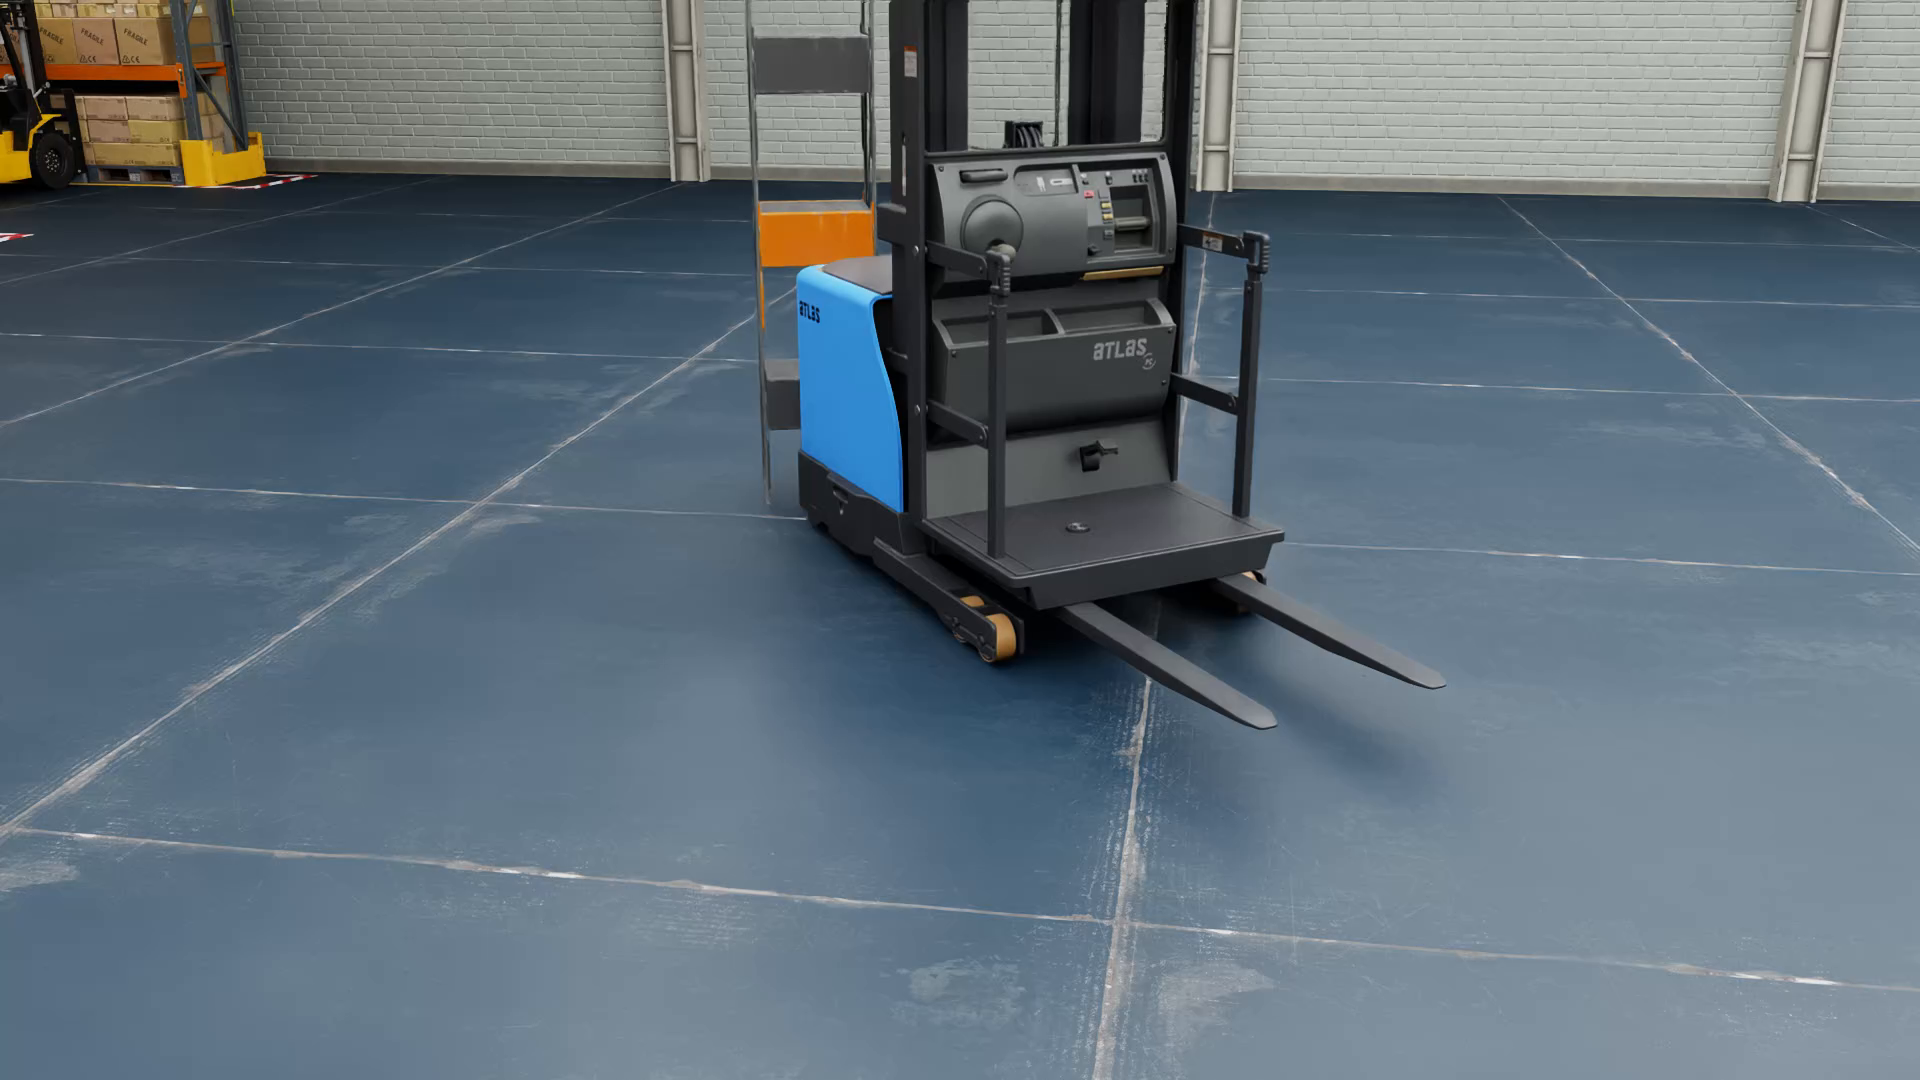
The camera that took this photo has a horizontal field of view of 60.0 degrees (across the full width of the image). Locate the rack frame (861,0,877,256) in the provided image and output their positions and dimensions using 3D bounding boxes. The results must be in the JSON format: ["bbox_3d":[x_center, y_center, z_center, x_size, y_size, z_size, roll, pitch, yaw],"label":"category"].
[{"bbox_3d":[-0.384,-1.234,7.181,0.015,2.100,0.400,-3,19,-8],"label":"rack frame"}]

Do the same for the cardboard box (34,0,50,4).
[{"bbox_3d":[-10.158,-6.060,18.539,0.250,0.149,0.380,3,19,10],"label":"cardboard box"}]

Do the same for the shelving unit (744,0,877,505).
[{"bbox_3d":[-0.625,-1.222,7.146,0.503,2.100,0.431,-3,19,-8],"label":"shelving unit"}]

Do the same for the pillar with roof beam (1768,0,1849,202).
[{"bbox_3d":[8.050,-6.487,12.009,0.400,9.000,9.100,3,19,9],"label":"pillar with roof beam"}]

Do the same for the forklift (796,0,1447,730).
[{"bbox_3d":[0.438,-1.138,5.586,1.130,2.935,3.031,-9,21,-25],"label":"forklift"}]

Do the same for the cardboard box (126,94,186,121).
[{"bbox_3d":[-8.999,-4.874,18.738,0.500,0.250,0.500,4,19,10],"label":"cardboard box"}]

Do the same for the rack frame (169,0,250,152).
[{"bbox_3d":[-8.495,-5.579,18.750,0.127,3.000,1.000,3,19,9],"label":"rack frame"}]

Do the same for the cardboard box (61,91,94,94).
[{"bbox_3d":[-10.430,-5.113,19.451,0.500,0.250,0.500,3,19,8],"label":"cardboard box"}]

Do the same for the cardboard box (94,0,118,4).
[{"bbox_3d":[-9.393,-6.035,18.463,0.250,0.149,0.380,3,19,10],"label":"cardboard box"}]

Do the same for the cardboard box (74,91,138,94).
[{"bbox_3d":[-9.925,-5.085,19.368,0.500,0.250,0.500,3,19,8],"label":"cardboard box"}]

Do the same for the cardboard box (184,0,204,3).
[{"bbox_3d":[-8.792,-6.159,18.835,0.250,0.149,0.380,3,19,8],"label":"cardboard box"}]

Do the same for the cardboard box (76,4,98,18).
[{"bbox_3d":[-9.628,-5.916,18.576,0.250,0.149,0.380,3,19,8],"label":"cardboard box"}]

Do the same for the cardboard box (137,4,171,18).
[{"bbox_3d":[-8.881,-5.864,18.421,0.250,0.149,0.380,3,19,9],"label":"cardboard box"}]

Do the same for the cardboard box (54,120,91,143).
[{"bbox_3d":[-10.031,-4.686,18.965,0.500,0.250,0.500,2,19,7],"label":"cardboard box"}]

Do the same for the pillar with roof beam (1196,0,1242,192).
[{"bbox_3d":[2.126,-6.789,12.911,0.400,9.000,9.100,3,19,9],"label":"pillar with roof beam"}]

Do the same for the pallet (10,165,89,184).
[{"bbox_3d":[-10.457,-4.344,19.454,1.213,0.211,1.003,3,19,9],"label":"pallet"}]

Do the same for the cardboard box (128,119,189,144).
[{"bbox_3d":[-9.025,-4.638,18.821,0.500,0.250,0.500,3,19,8],"label":"cardboard box"}]

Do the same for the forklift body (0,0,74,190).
[{"bbox_3d":[-10.656,-4.701,17.462,1.214,2.155,2.313,3,19,9],"label":"forklift body"}]

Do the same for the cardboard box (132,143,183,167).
[{"bbox_3d":[-9.009,-4.399,18.895,0.500,0.250,0.500,3,19,9],"label":"cardboard box"}]

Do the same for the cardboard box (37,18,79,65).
[{"bbox_3d":[-10.039,-5.624,18.726,0.500,0.500,0.500,3,19,8],"label":"cardboard box"}]

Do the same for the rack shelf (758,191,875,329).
[{"bbox_3d":[-0.625,-1.209,7.151,0.480,0.518,0.431,-3,19,-8],"label":"rack shelf"}]

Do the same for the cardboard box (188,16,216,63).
[{"bbox_3d":[-8.940,-5.739,19.069,0.500,0.500,0.500,4,19,10],"label":"cardboard box"}]

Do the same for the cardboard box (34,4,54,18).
[{"bbox_3d":[-10.152,-5.921,18.591,0.250,0.149,0.380,3,19,9],"label":"cardboard box"}]

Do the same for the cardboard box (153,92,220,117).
[{"bbox_3d":[-8.939,-5.032,19.211,0.500,0.250,0.500,3,19,8],"label":"cardboard box"}]

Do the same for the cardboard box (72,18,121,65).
[{"bbox_3d":[-9.533,-5.598,18.649,0.500,0.500,0.500,4,19,10],"label":"cardboard box"}]

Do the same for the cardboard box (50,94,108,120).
[{"bbox_3d":[-10.004,-4.920,18.876,0.500,0.250,0.500,3,19,9],"label":"cardboard box"}]

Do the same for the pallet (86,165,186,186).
[{"bbox_3d":[-9.256,-4.282,19.268,1.213,0.211,1.003,3,19,9],"label":"pallet"}]

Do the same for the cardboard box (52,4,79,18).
[{"bbox_3d":[-9.899,-5.914,18.572,0.250,0.149,0.380,2,19,7],"label":"cardboard box"}]

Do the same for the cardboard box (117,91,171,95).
[{"bbox_3d":[-9.433,-5.056,19.282,0.500,0.250,0.500,3,19,9],"label":"cardboard box"}]

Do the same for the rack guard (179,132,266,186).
[{"bbox_3d":[-8.471,-4.393,19.143,0.348,0.500,1.175,3,19,9],"label":"rack guard"}]

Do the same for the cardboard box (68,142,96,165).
[{"bbox_3d":[-9.991,-4.455,19.062,0.500,0.250,0.500,3,19,9],"label":"cardboard box"}]

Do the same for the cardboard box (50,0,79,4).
[{"bbox_3d":[-9.902,-6.049,18.505,0.250,0.149,0.380,3,19,10],"label":"cardboard box"}]

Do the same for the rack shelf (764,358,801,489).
[{"bbox_3d":[-0.625,-0.545,7.373,0.480,0.518,0.431,-3,19,-8],"label":"rack shelf"}]

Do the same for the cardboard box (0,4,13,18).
[{"bbox_3d":[-10.647,-5.953,18.688,0.250,0.149,0.380,3,19,8],"label":"cardboard box"}]

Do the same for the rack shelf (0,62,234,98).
[{"bbox_3d":[-10.469,-5.339,19.165,4.000,0.370,1.077,3,19,9],"label":"rack shelf"}]

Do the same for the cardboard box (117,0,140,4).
[{"bbox_3d":[-9.130,-6.030,18.449,0.250,0.149,0.380,3,19,9],"label":"cardboard box"}]

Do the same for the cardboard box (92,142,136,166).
[{"bbox_3d":[-9.498,-4.427,18.978,0.500,0.250,0.500,3,19,9],"label":"cardboard box"}]

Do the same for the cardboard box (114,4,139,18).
[{"bbox_3d":[-9.138,-5.867,18.432,0.250,0.149,0.380,3,19,10],"label":"cardboard box"}]

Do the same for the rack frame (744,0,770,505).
[{"bbox_3d":[-0.867,-1.210,7.112,0.015,2.100,0.400,-3,19,-8],"label":"rack frame"}]

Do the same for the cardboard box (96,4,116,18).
[{"bbox_3d":[-9.385,-5.900,18.528,0.250,0.149,0.380,3,19,10],"label":"cardboard box"}]

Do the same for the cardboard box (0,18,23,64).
[{"bbox_3d":[-10.537,-5.646,18.791,0.500,0.500,0.500,3,19,9],"label":"cardboard box"}]

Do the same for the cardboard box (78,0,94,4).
[{"bbox_3d":[-9.627,-6.070,18.570,0.250,0.149,0.380,3,19,9],"label":"cardboard box"}]

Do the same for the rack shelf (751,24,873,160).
[{"bbox_3d":[-0.625,-1.873,6.929,0.480,0.518,0.431,-3,19,-8],"label":"rack shelf"}]

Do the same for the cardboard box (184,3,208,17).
[{"bbox_3d":[-8.788,-6.033,18.925,0.250,0.149,0.380,2,19,7],"label":"cardboard box"}]

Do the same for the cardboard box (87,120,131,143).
[{"bbox_3d":[-9.518,-4.667,18.907,0.500,0.250,0.500,3,19,8],"label":"cardboard box"}]

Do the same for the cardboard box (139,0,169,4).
[{"bbox_3d":[-8.882,-6.027,18.441,0.250,0.149,0.380,3,19,9],"label":"cardboard box"}]

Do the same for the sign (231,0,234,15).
[{"bbox_3d":[-8.401,-6.201,19.119,0.005,0.325,0.100,3,19,9],"label":"sign"}]

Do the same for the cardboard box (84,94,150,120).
[{"bbox_3d":[-9.504,-4.898,18.810,0.500,0.250,0.500,3,19,10],"label":"cardboard box"}]

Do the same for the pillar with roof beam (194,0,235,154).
[{"bbox_3d":[-9.722,-7.393,14.716,0.400,9.000,9.100,3,19,9],"label":"pillar with roof beam"}]

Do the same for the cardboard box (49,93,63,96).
[{"bbox_3d":[-10.503,-4.948,18.960,0.500,0.250,0.500,3,19,8],"label":"cardboard box"}]

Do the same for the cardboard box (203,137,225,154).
[{"bbox_3d":[-8.949,-4.560,19.377,0.500,0.250,0.500,3,19,9],"label":"cardboard box"}]

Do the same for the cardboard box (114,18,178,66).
[{"bbox_3d":[-9.022,-5.569,18.562,0.500,0.500,0.500,3,19,7],"label":"cardboard box"}]

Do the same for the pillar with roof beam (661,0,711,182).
[{"bbox_3d":[-3.798,-7.091,13.814,0.400,9.000,9.100,3,19,9],"label":"pillar with roof beam"}]

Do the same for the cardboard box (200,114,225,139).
[{"bbox_3d":[-8.926,-4.800,19.306,0.500,0.250,0.500,3,19,10],"label":"cardboard box"}]
